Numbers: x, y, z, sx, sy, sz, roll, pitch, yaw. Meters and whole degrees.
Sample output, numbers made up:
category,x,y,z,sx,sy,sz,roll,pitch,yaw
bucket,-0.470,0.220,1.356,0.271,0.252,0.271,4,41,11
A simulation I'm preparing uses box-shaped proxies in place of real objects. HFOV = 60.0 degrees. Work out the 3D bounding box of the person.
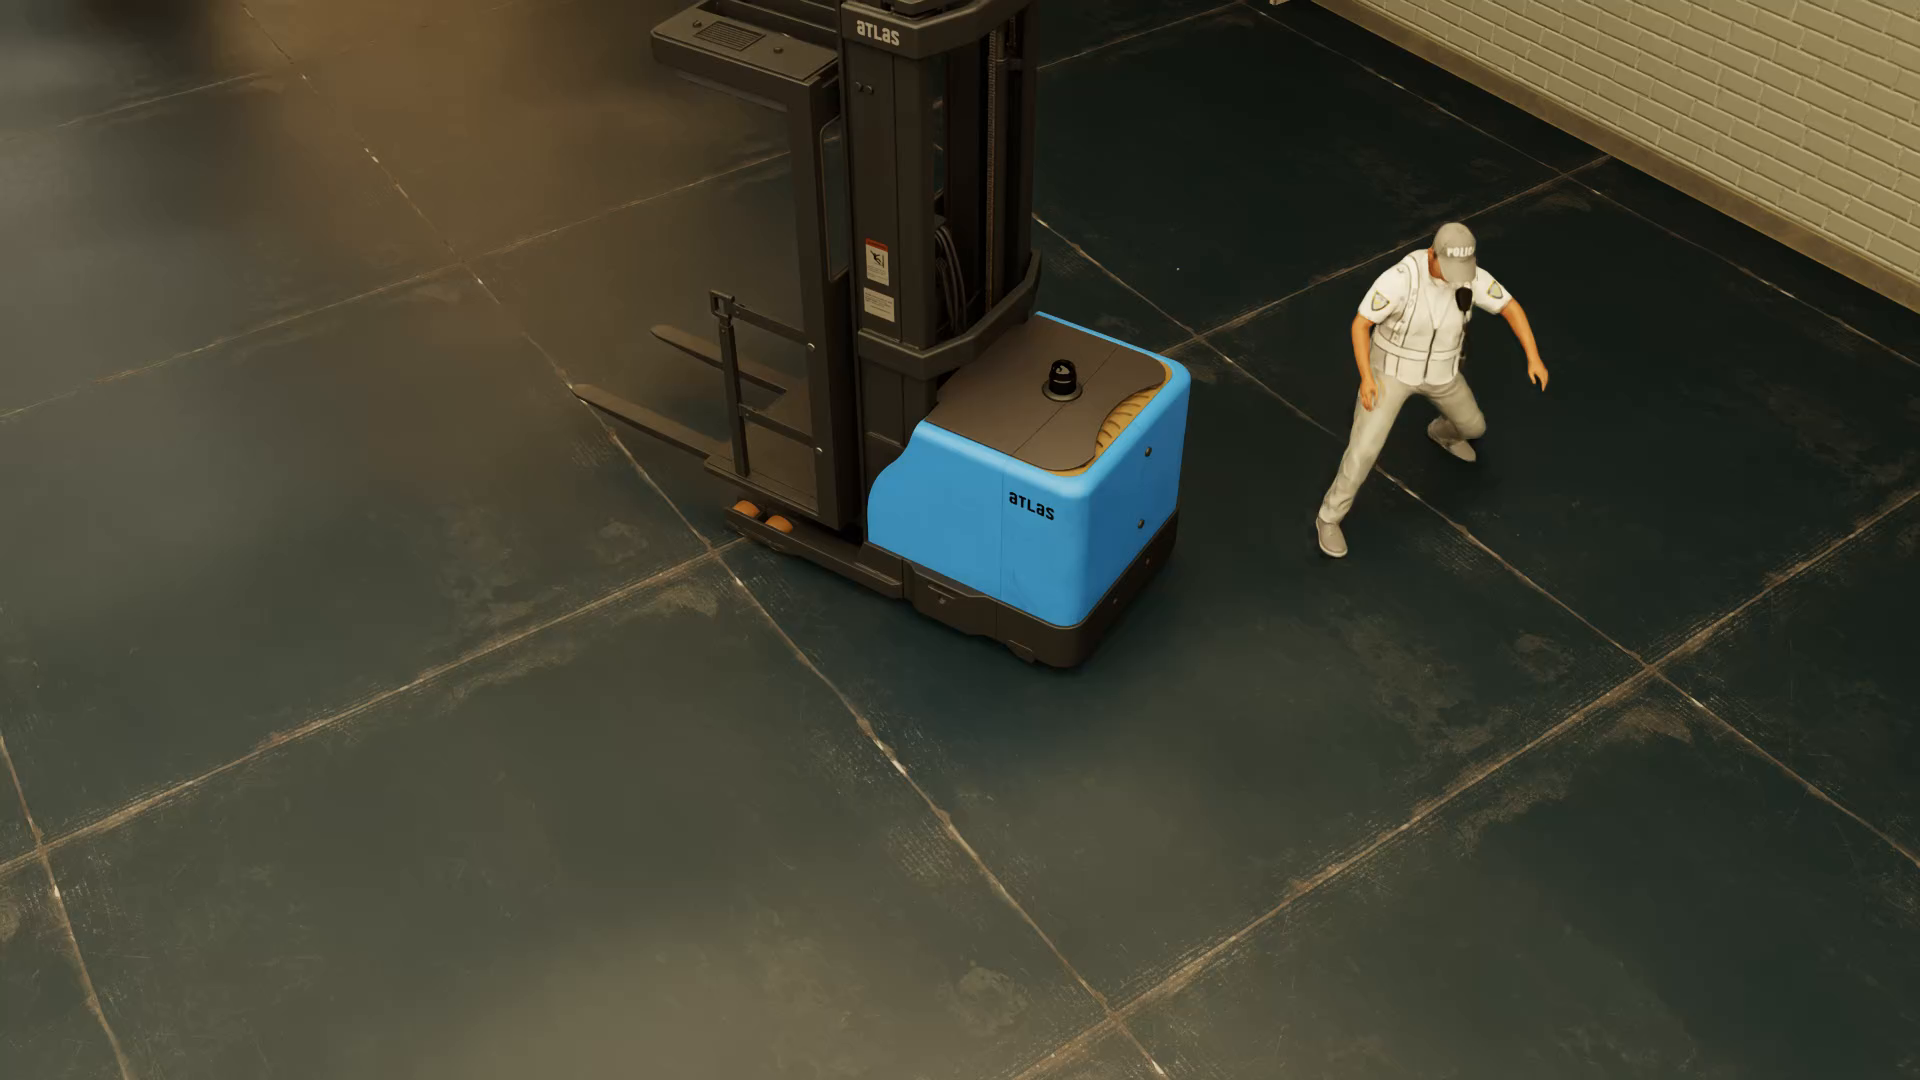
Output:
category,x,y,z,sx,sy,sz,roll,pitch,yaw
person,2.136,-0.752,7.626,0.976,1.519,0.910,-4,43,-4

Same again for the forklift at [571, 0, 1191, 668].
category,x,y,z,sx,sy,sz,roll,pitch,yaw
forklift,-0.511,-1.302,7.129,3.031,2.935,1.130,24,48,24
